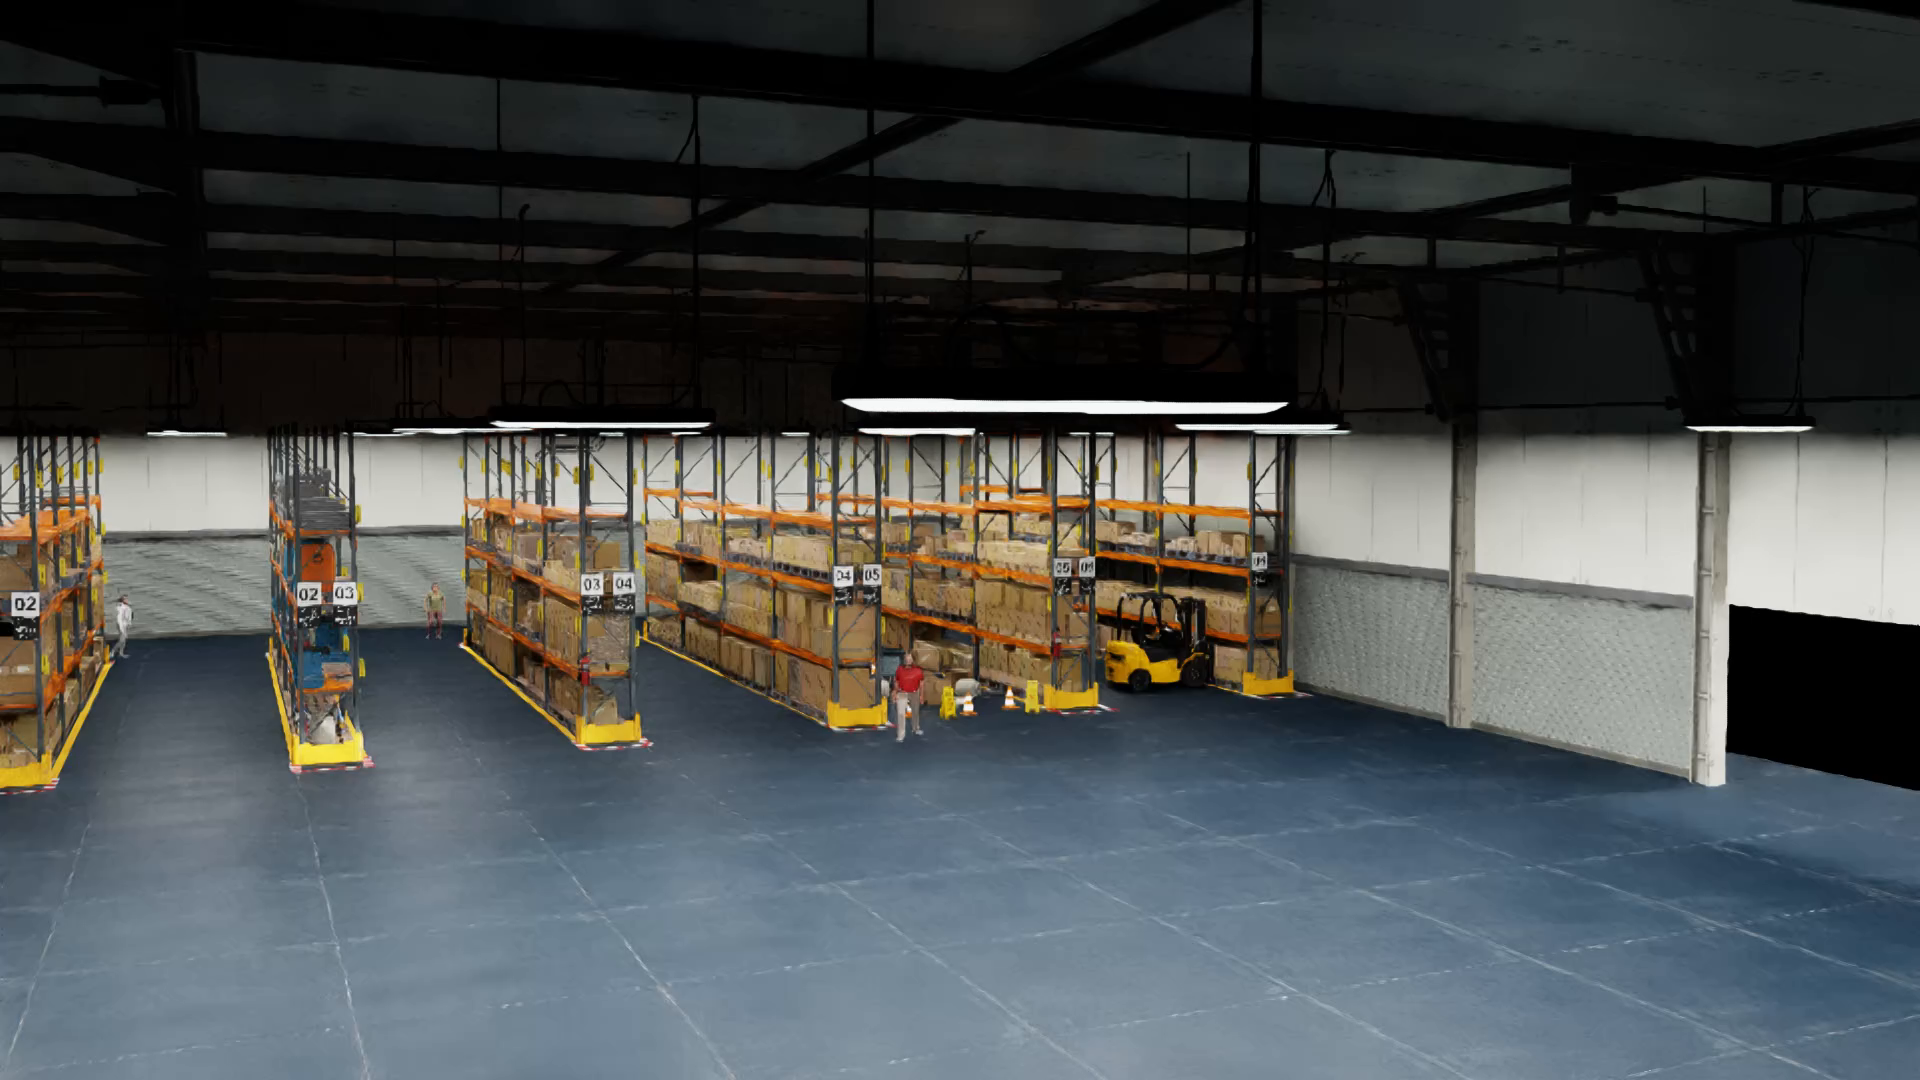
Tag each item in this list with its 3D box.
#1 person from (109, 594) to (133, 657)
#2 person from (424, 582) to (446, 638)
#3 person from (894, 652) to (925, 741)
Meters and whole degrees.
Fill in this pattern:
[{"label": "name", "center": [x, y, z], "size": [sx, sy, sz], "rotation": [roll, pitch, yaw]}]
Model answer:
[{"label": "person", "center": [-21.866, 2.239, 43.310], "size": [0.454, 1.657, 0.643], "rotation": [0, 3, 1]}, {"label": "person", "center": [-15.027, 2.016, 47.591], "size": [0.598, 1.618, 0.507], "rotation": [-2, 4, -25]}, {"label": "person", "center": [-0.966, 2.955, 31.634], "size": [0.584, 1.668, 0.982], "rotation": [0, 3, -2]}]
